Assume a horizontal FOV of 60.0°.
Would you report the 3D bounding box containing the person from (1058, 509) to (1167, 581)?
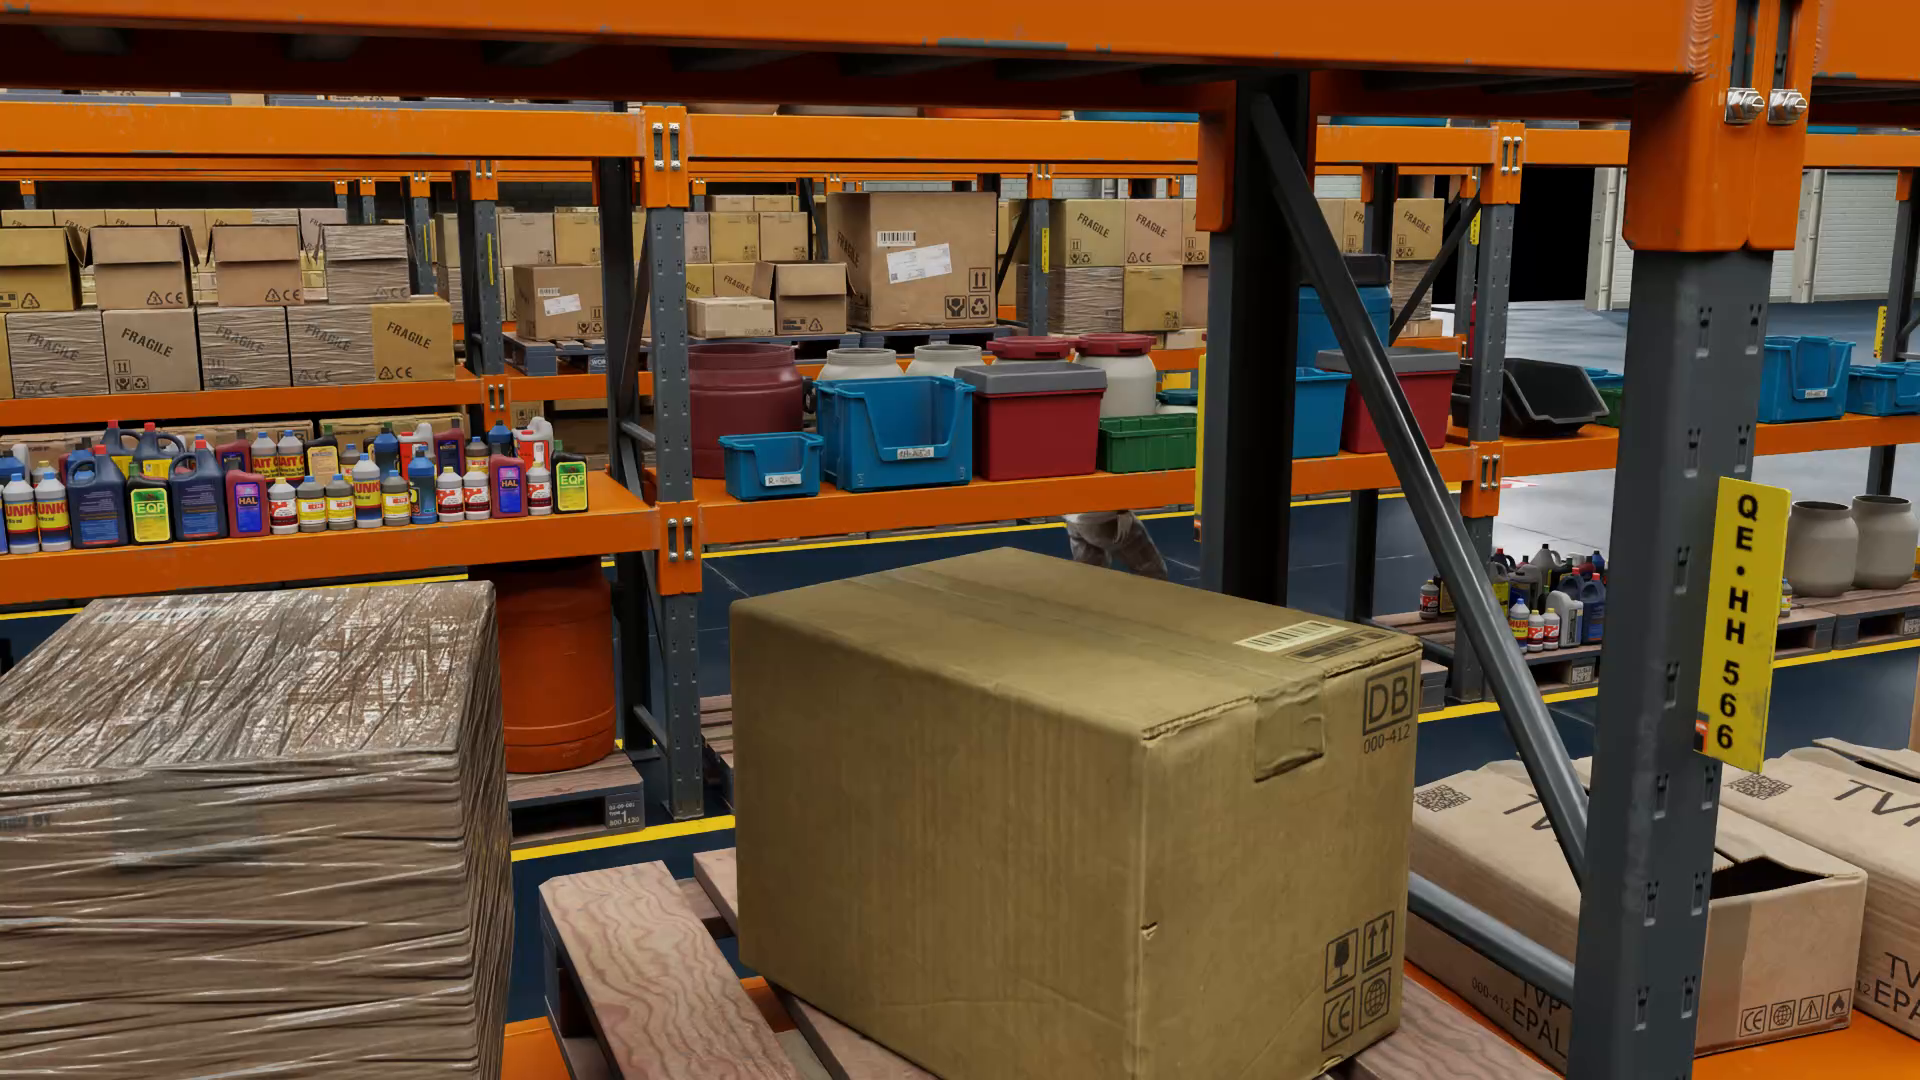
[{"bbox_3d":[0.761,-0.130,8.586,0.506,1.759,0.559,-5,13,-21],"label":"person"}]
